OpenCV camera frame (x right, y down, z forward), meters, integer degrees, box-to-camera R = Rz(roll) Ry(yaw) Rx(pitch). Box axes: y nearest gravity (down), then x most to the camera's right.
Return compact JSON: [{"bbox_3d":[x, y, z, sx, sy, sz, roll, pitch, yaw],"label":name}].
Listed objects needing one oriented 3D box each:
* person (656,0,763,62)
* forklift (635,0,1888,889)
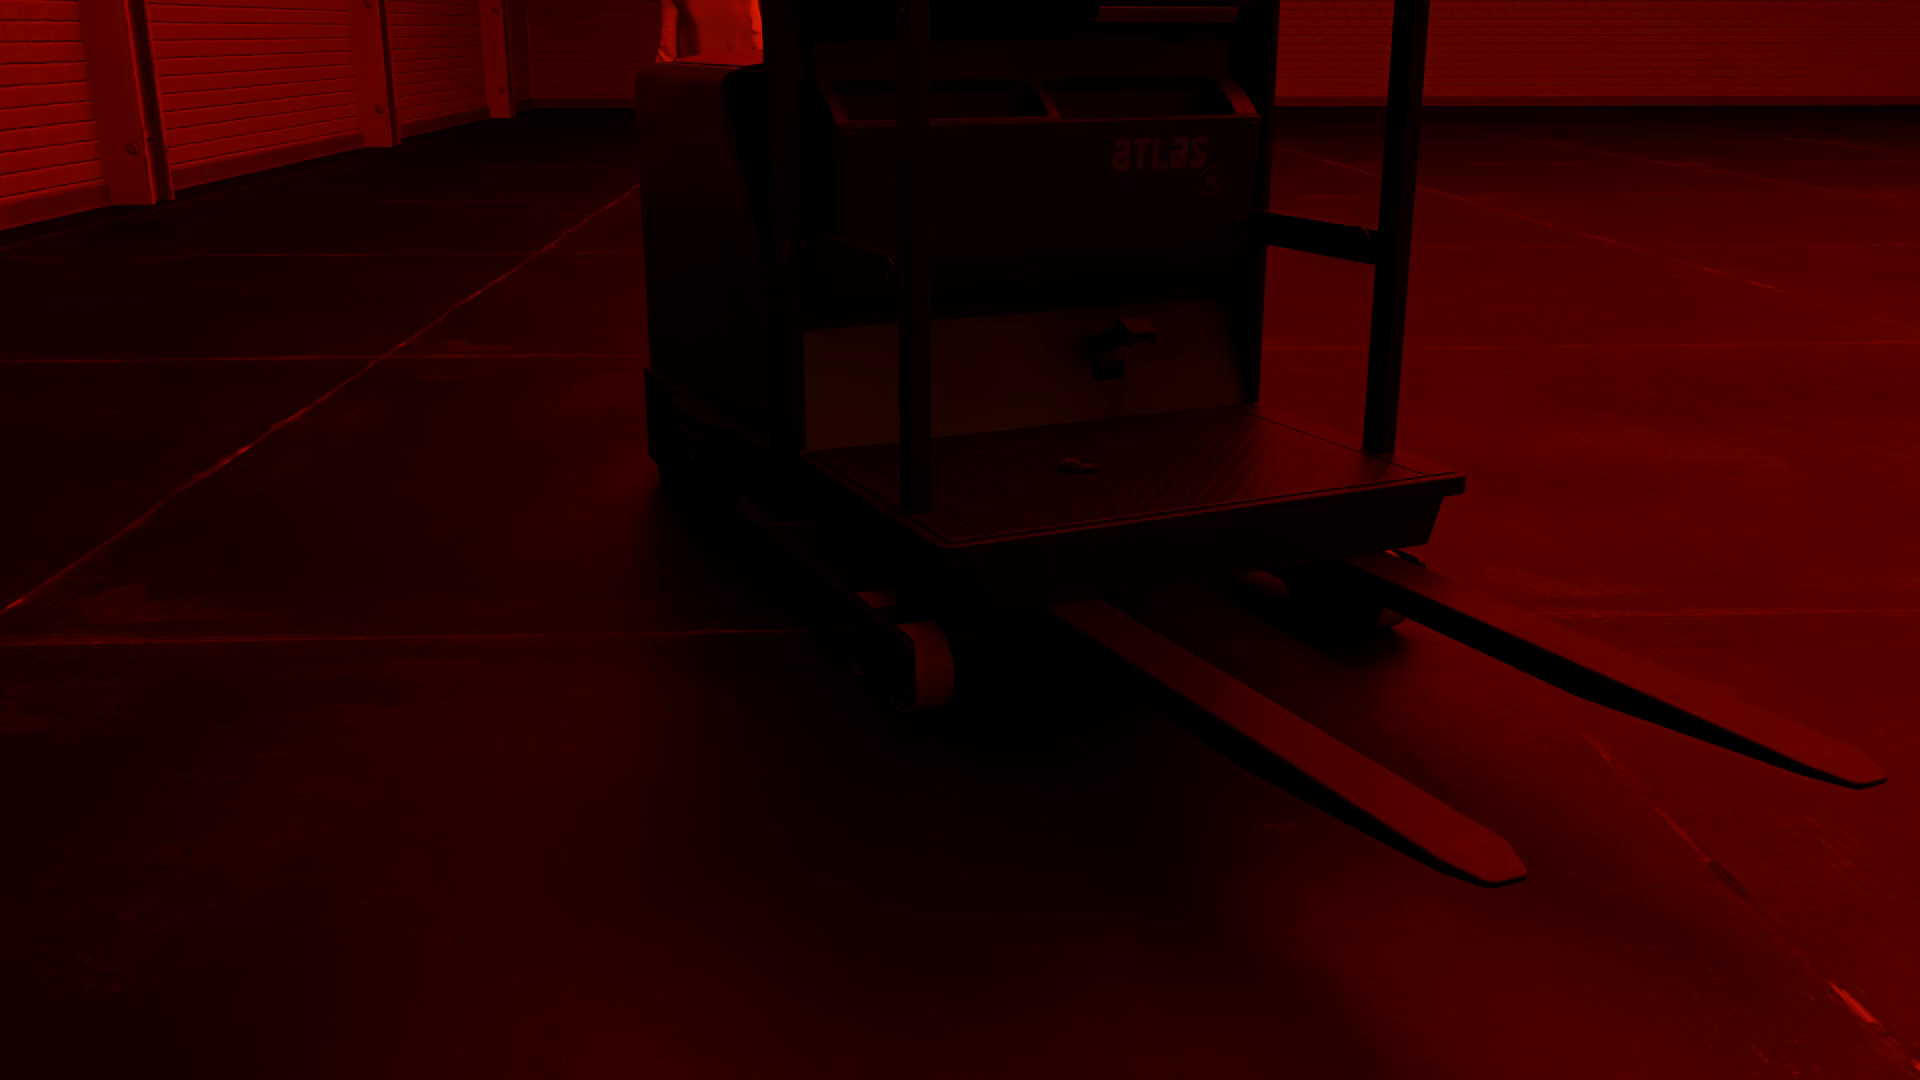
[{"bbox_3d":[-0.948,-1.623,6.504,0.475,1.592,0.348,-5,18,-17],"label":"person"},{"bbox_3d":[0.258,-1.240,2.962,1.130,2.935,3.031,-8,19,-24],"label":"forklift"}]
